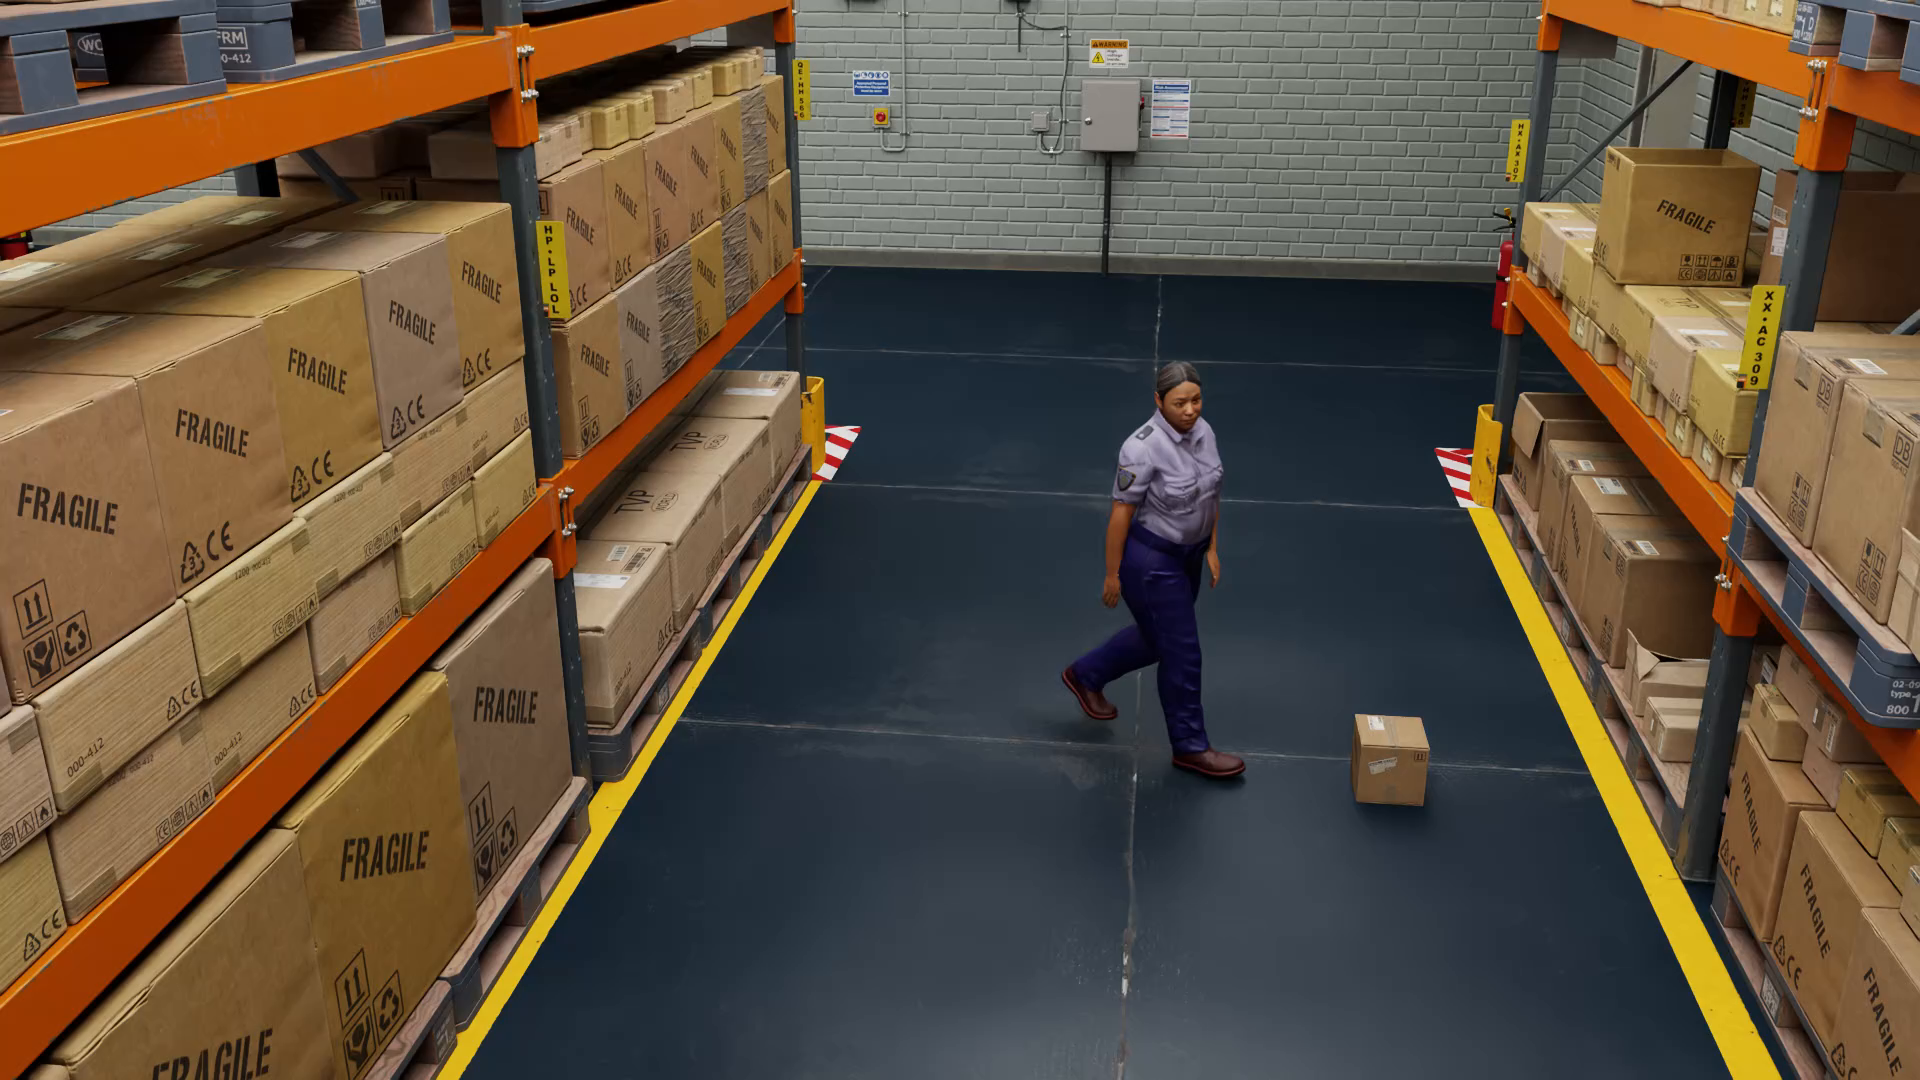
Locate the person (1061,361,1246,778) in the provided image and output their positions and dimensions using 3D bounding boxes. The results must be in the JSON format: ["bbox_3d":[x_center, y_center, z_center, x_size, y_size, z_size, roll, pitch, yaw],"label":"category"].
[{"bbox_3d":[0.769,0.075,6.409,0.858,1.613,0.488,14,25,32],"label":"person"}]
